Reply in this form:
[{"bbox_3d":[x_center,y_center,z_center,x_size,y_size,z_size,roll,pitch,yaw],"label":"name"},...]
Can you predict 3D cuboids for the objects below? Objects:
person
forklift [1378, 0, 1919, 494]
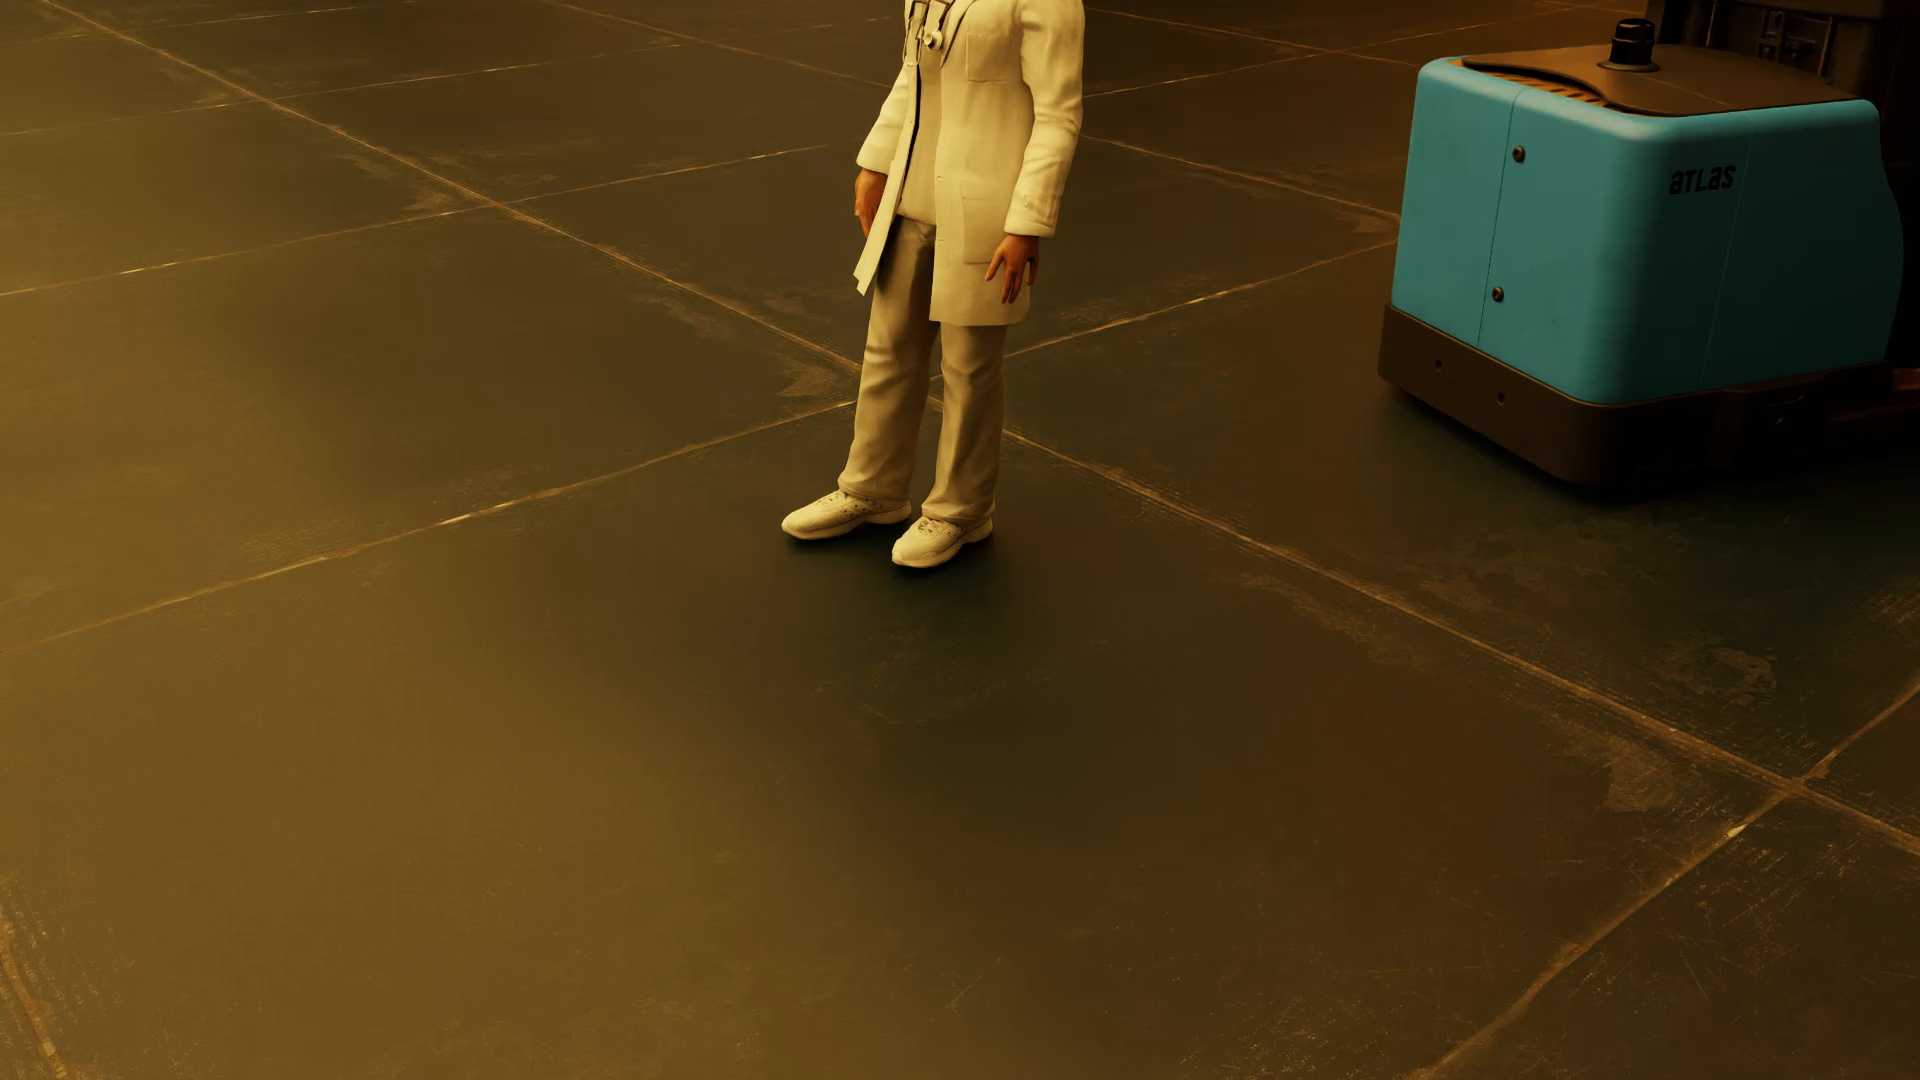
[{"bbox_3d":[-0.073,-0.779,4.053,0.578,1.778,0.698,-20,33,-35],"label":"person"},{"bbox_3d":[2.935,-1.847,4.926,3.031,2.935,1.130,-10,28,-19],"label":"forklift"}]
